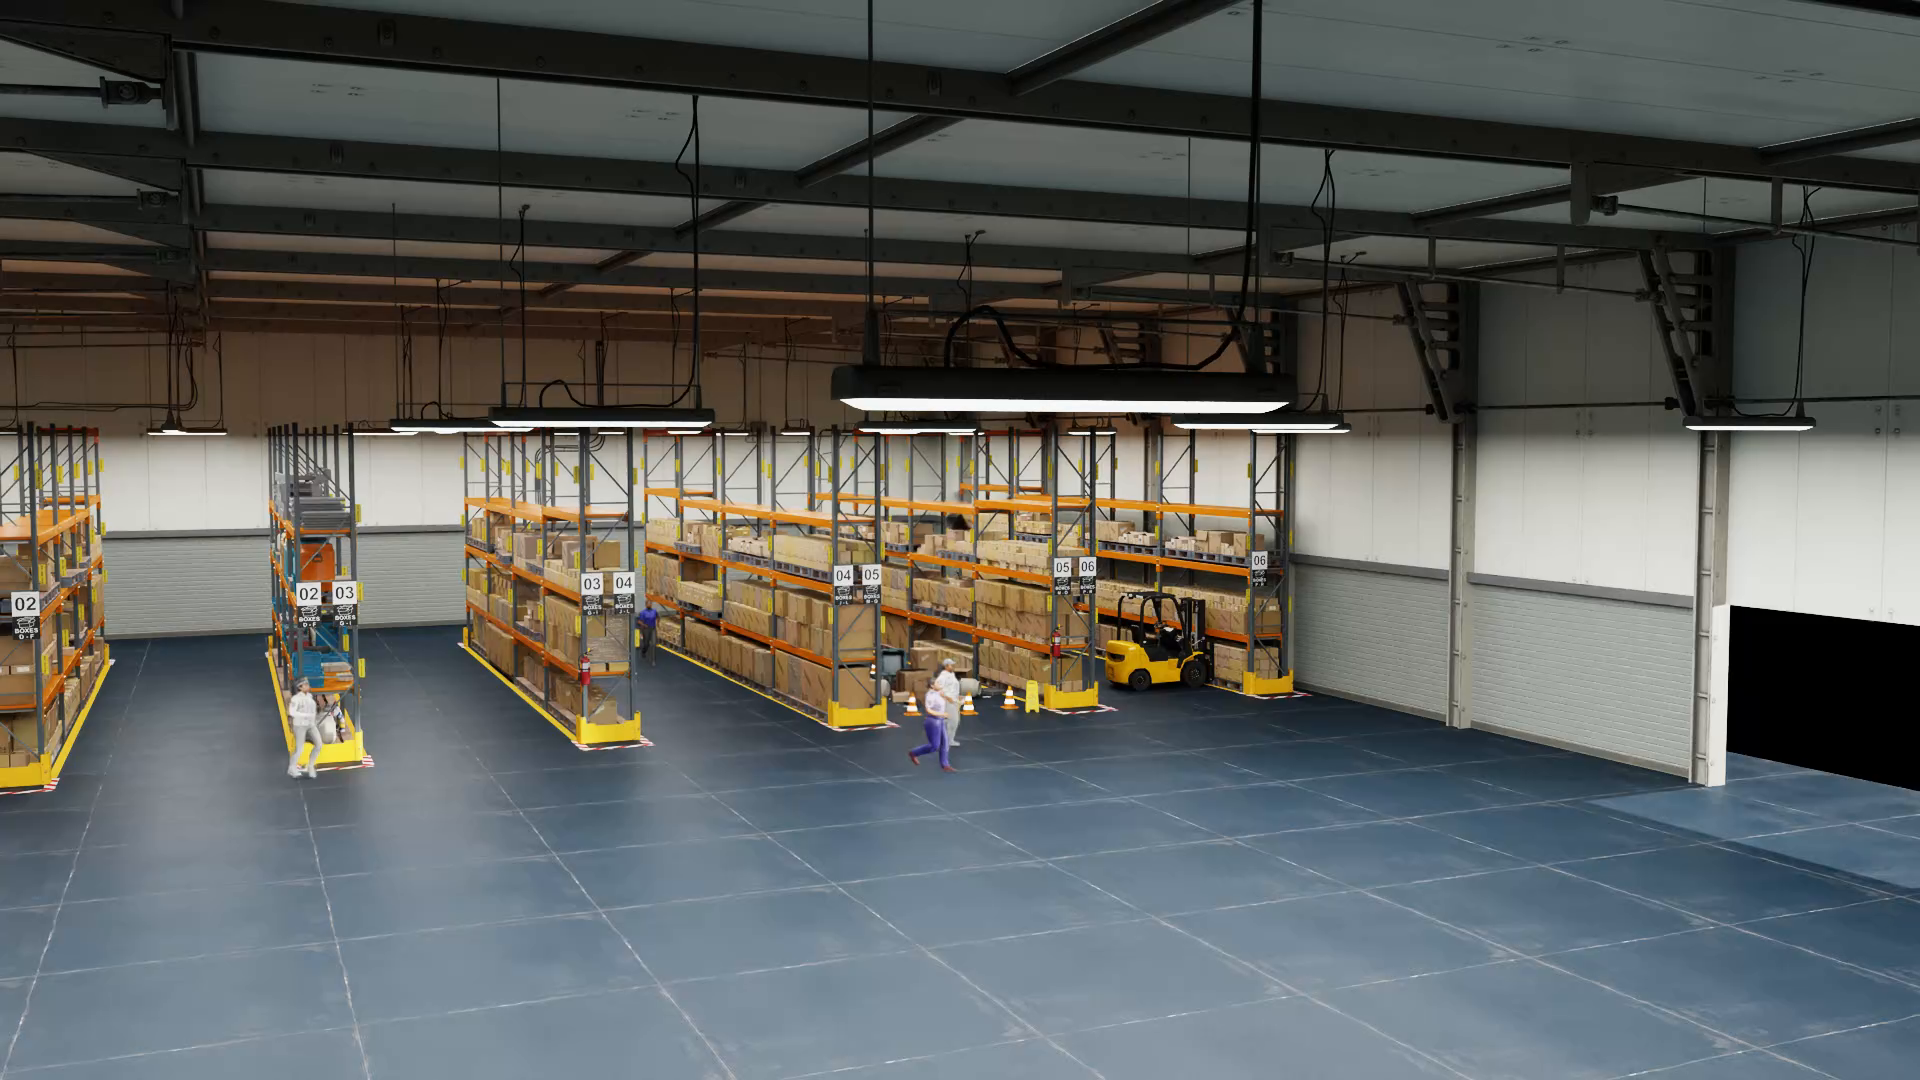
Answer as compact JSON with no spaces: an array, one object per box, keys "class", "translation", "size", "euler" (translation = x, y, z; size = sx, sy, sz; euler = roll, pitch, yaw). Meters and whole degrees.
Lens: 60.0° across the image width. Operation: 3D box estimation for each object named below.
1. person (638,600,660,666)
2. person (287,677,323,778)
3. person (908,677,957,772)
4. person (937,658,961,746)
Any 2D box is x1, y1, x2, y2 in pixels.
[{"class":"person","translation":[-7.873,2.337,42.163],"size":[0.591,1.658,0.914],"euler":[-2,4,-24]},{"class":"person","translation":[-11.042,3.164,28.067],"size":[0.598,1.721,0.622],"euler":[2,4,25]},{"class":"person","translation":[-0.467,3.169,28.533],"size":[0.849,1.640,0.607],"euler":[1,4,10]},{"class":"person","translation":[-0.273,3.014,31.051],"size":[0.630,1.621,0.647],"euler":[2,4,23]}]
